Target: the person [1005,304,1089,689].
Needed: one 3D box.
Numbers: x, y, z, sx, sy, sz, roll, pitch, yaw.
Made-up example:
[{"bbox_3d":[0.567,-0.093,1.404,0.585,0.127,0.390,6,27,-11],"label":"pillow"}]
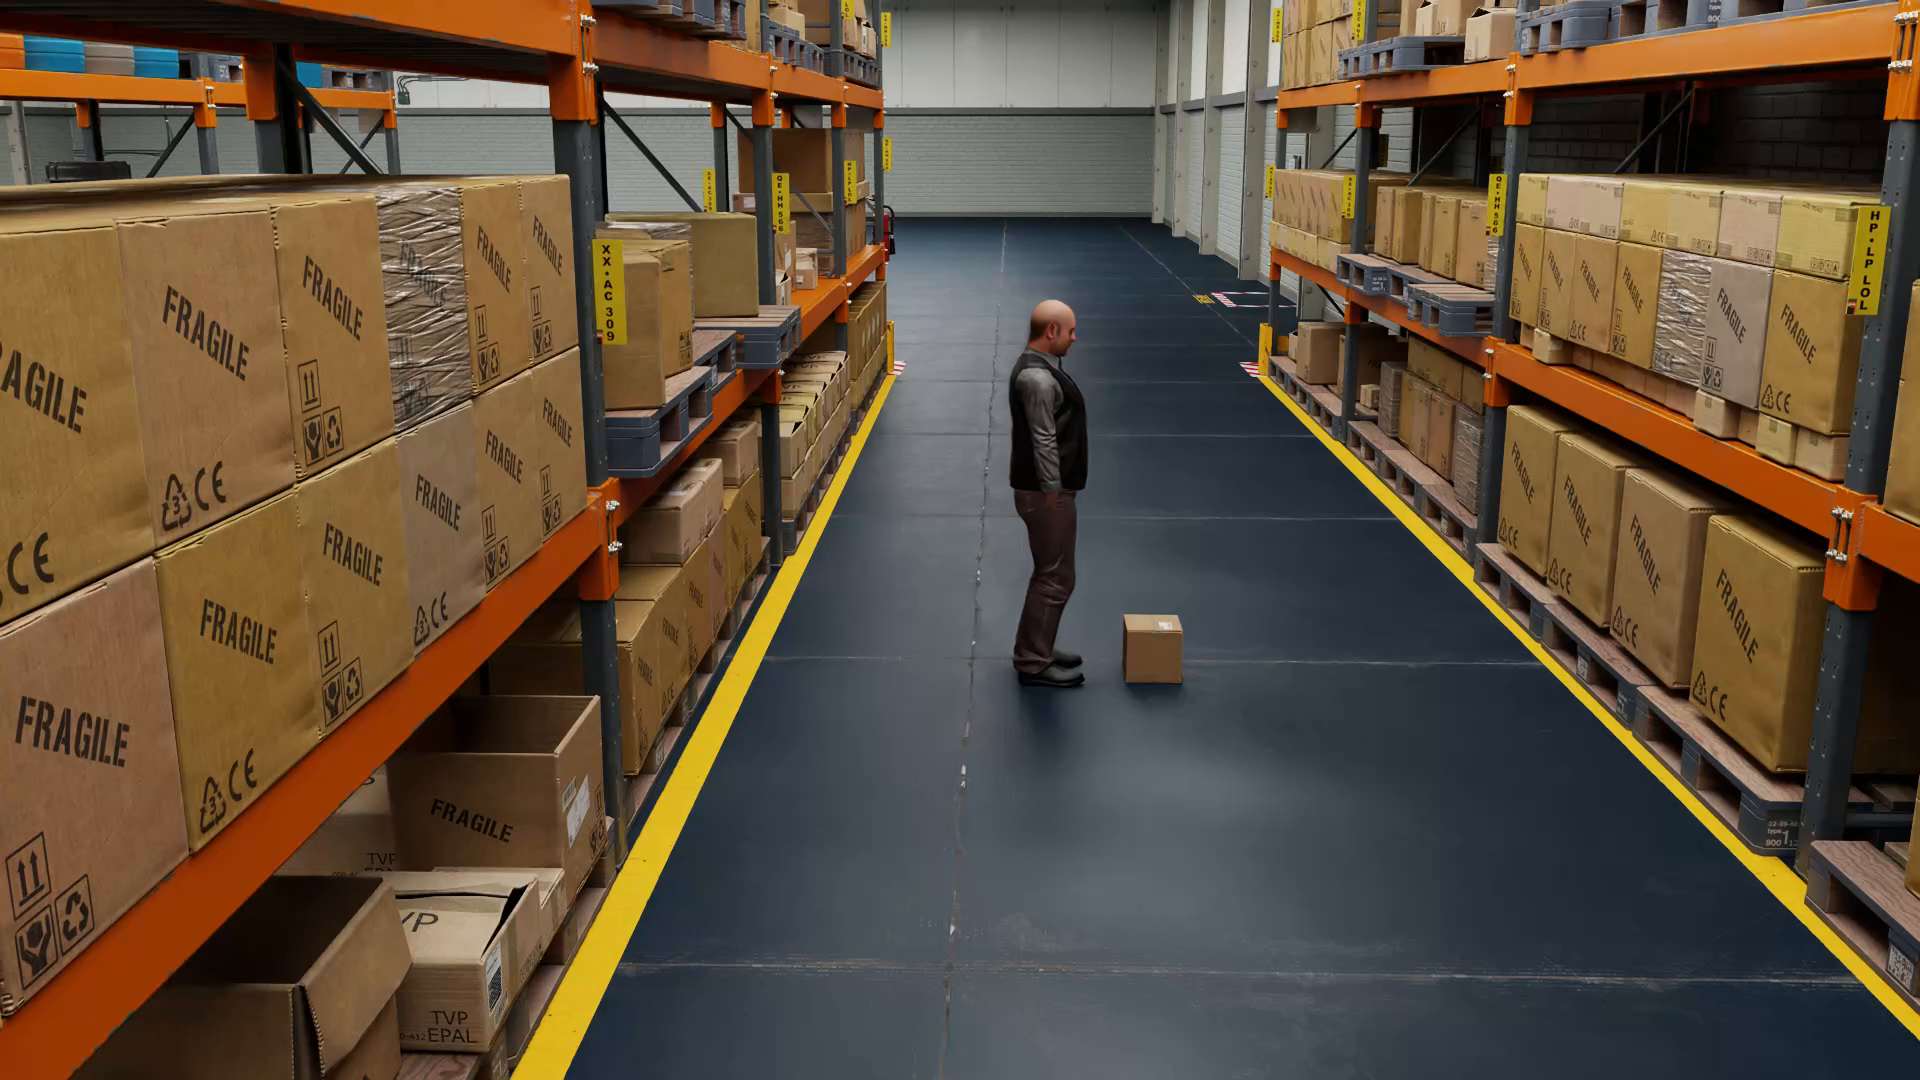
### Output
[{"bbox_3d":[0.391,-0.209,7.470,0.385,1.698,0.546,1,14,3],"label":"person"}]
